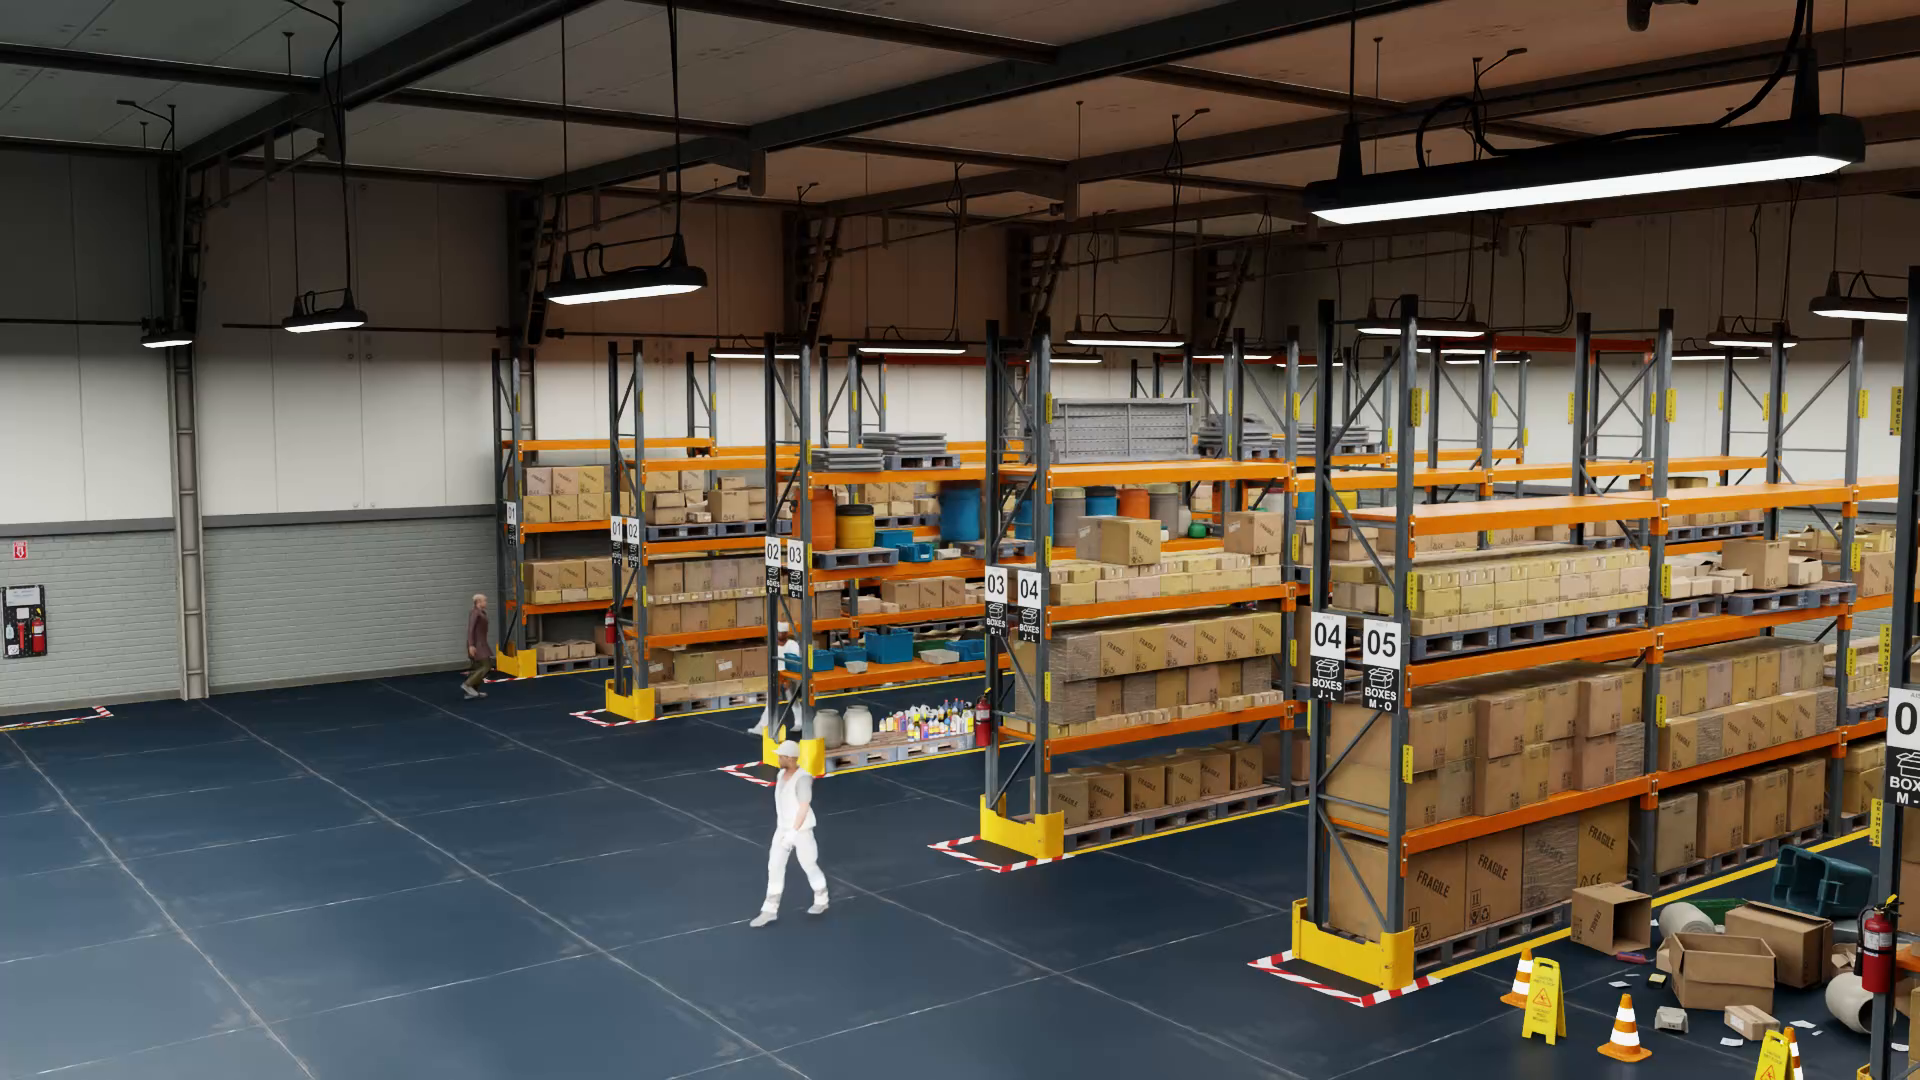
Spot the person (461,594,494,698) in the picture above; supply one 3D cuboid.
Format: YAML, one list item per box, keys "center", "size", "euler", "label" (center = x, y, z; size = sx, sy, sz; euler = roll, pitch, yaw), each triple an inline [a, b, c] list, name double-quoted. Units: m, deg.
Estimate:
- center: [-8.198, 1.800, 28.168]
  size: [0.554, 1.768, 0.618]
  euler: [-2, 5, -22]
  label: "person"

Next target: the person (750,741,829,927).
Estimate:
- center: [-1.677, 2.840, 16.276]
  size: [0.885, 1.761, 0.561]
  euler: [-5, 7, -44]
  label: "person"

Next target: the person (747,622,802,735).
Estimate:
- center: [-2.705, 2.090, 24.991]
  size: [0.590, 1.699, 1.082]
  euler: [2, 5, 24]
  label: "person"
